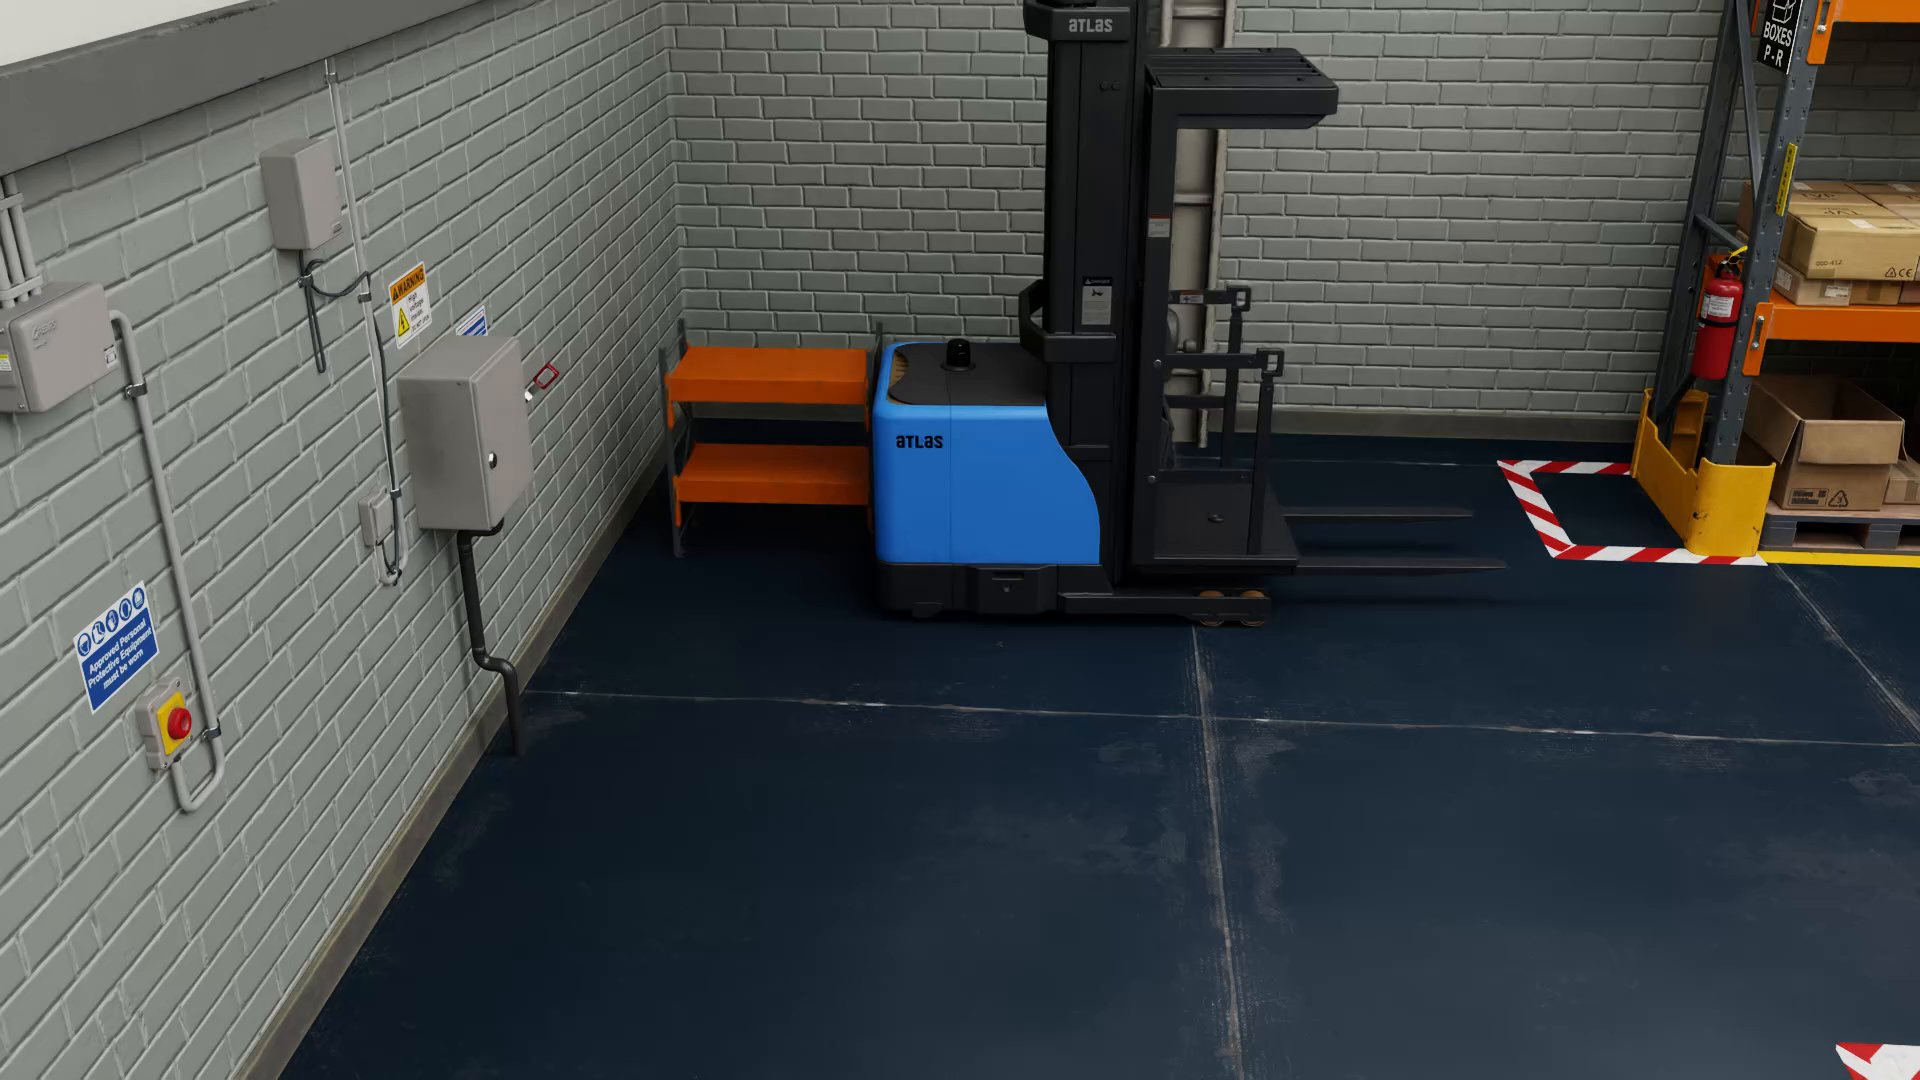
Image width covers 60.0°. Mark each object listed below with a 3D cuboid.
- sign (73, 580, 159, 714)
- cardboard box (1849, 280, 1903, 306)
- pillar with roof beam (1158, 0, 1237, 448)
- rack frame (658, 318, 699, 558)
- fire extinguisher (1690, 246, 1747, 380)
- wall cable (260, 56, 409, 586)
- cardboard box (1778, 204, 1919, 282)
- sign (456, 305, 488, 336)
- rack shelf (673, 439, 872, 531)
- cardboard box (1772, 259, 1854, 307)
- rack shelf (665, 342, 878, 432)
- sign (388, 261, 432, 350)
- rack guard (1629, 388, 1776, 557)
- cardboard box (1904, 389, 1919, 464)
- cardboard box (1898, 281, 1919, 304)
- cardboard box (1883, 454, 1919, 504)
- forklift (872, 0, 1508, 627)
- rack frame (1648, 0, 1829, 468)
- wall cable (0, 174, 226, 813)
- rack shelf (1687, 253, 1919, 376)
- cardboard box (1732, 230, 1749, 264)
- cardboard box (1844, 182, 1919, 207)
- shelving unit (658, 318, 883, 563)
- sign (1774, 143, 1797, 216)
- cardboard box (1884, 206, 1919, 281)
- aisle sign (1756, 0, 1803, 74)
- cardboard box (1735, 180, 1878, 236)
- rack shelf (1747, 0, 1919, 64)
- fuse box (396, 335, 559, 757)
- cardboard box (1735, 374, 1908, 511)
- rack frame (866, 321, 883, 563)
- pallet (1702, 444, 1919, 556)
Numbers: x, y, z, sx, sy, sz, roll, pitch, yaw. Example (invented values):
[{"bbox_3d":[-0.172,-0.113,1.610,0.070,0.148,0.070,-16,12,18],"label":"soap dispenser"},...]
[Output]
[{"bbox_3d":[-2.152,0.270,4.251,0.001,0.218,0.327,2,25,4],"label":"sign"},{"bbox_3d":[4.477,-1.295,8.277,0.250,0.149,0.380,2,25,5],"label":"cardboard box"},{"bbox_3d":[0.964,-2.916,4.322,0.400,9.000,9.100,2,25,4],"label":"pillar with roof beam"},{"bbox_3d":[-1.439,-0.522,8.540,0.032,1.125,0.500,1,25,3],"label":"rack frame"},{"bbox_3d":[3.731,-1.131,8.158,0.183,0.674,0.296,2,25,4],"label":"fire extinguisher"},{"bbox_3d":[-1.990,-0.678,5.420,0.122,1.984,0.588,2,25,4],"label":"wall cable"},{"bbox_3d":[4.345,-1.463,8.165,0.500,0.250,0.500,2,25,4],"label":"cardboard box"},{"bbox_3d":[-1.950,-0.665,6.721,0.001,0.494,0.329,2,25,4],"label":"sign"},{"bbox_3d":[-0.932,-0.289,8.618,1.000,0.278,0.538,1,25,3],"label":"rack shelf"},{"bbox_3d":[4.220,-1.284,8.253,0.250,0.149,0.380,2,25,4],"label":"cardboard box"},{"bbox_3d":[-0.932,-0.777,8.393,1.000,0.278,0.538,1,25,3],"label":"rack shelf"},{"bbox_3d":[-1.992,-0.855,6.031,0.001,0.242,0.339,2,25,4],"label":"sign"},{"bbox_3d":[3.989,-0.385,8.989,0.348,0.500,1.175,2,25,4],"label":"rack guard"},{"bbox_3d":[5.365,-0.476,8.684,0.500,0.500,0.700,3,25,6],"label":"cardboard box"},{"bbox_3d":[4.741,-1.301,8.290,0.250,0.149,0.380,2,25,3],"label":"cardboard box"},{"bbox_3d":[4.936,-0.330,8.787,0.250,0.149,0.380,1,25,2],"label":"cardboard box"},{"bbox_3d":[1.109,-1.147,7.737,3.031,2.935,1.130,0,25,1],"label":"forklift"},{"bbox_3d":[3.913,-1.523,8.472,0.127,3.000,1.000,2,25,4],"label":"rack frame"},{"bbox_3d":[-2.087,-0.101,4.128,0.123,1.953,0.585,2,25,4],"label":"wall cable"},{"bbox_3d":[5.907,-1.132,8.483,4.000,0.370,1.077,2,25,4],"label":"rack shelf"},{"bbox_3d":[4.264,-1.510,8.744,0.250,0.149,0.380,2,25,3],"label":"cardboard box"},{"bbox_3d":[4.906,-1.669,8.613,0.500,0.250,0.500,2,25,4],"label":"cardboard box"},{"bbox_3d":[-0.932,-0.511,8.515,1.048,1.125,0.538,1,25,3],"label":"shelving unit"},{"bbox_3d":[3.871,-1.690,7.799,0.005,0.325,0.100,2,25,4],"label":"sign"},{"bbox_3d":[4.847,-1.447,8.131,0.500,0.250,0.500,2,25,5],"label":"cardboard box"},{"bbox_3d":[3.822,-2.584,7.667,0.004,0.787,0.394,2,25,4],"label":"aisle sign"},{"bbox_3d":[4.392,-1.686,8.649,0.500,0.250,0.500,3,25,6],"label":"cardboard box"},{"bbox_3d":[5.907,-2.495,7.856,4.000,0.370,1.077,2,25,4],"label":"rack shelf"},{"bbox_3d":[-1.781,0.089,6.509,0.414,1.711,0.539,2,25,4],"label":"fuse box"},{"bbox_3d":[4.515,-0.521,8.778,0.637,0.503,0.797,1,25,2],"label":"cardboard box"},{"bbox_3d":[-0.424,-0.500,8.491,0.032,1.125,0.500,1,25,3],"label":"rack frame"},{"bbox_3d":[4.784,-0.229,8.995,1.213,0.211,1.003,2,25,4],"label":"pallet"}]
